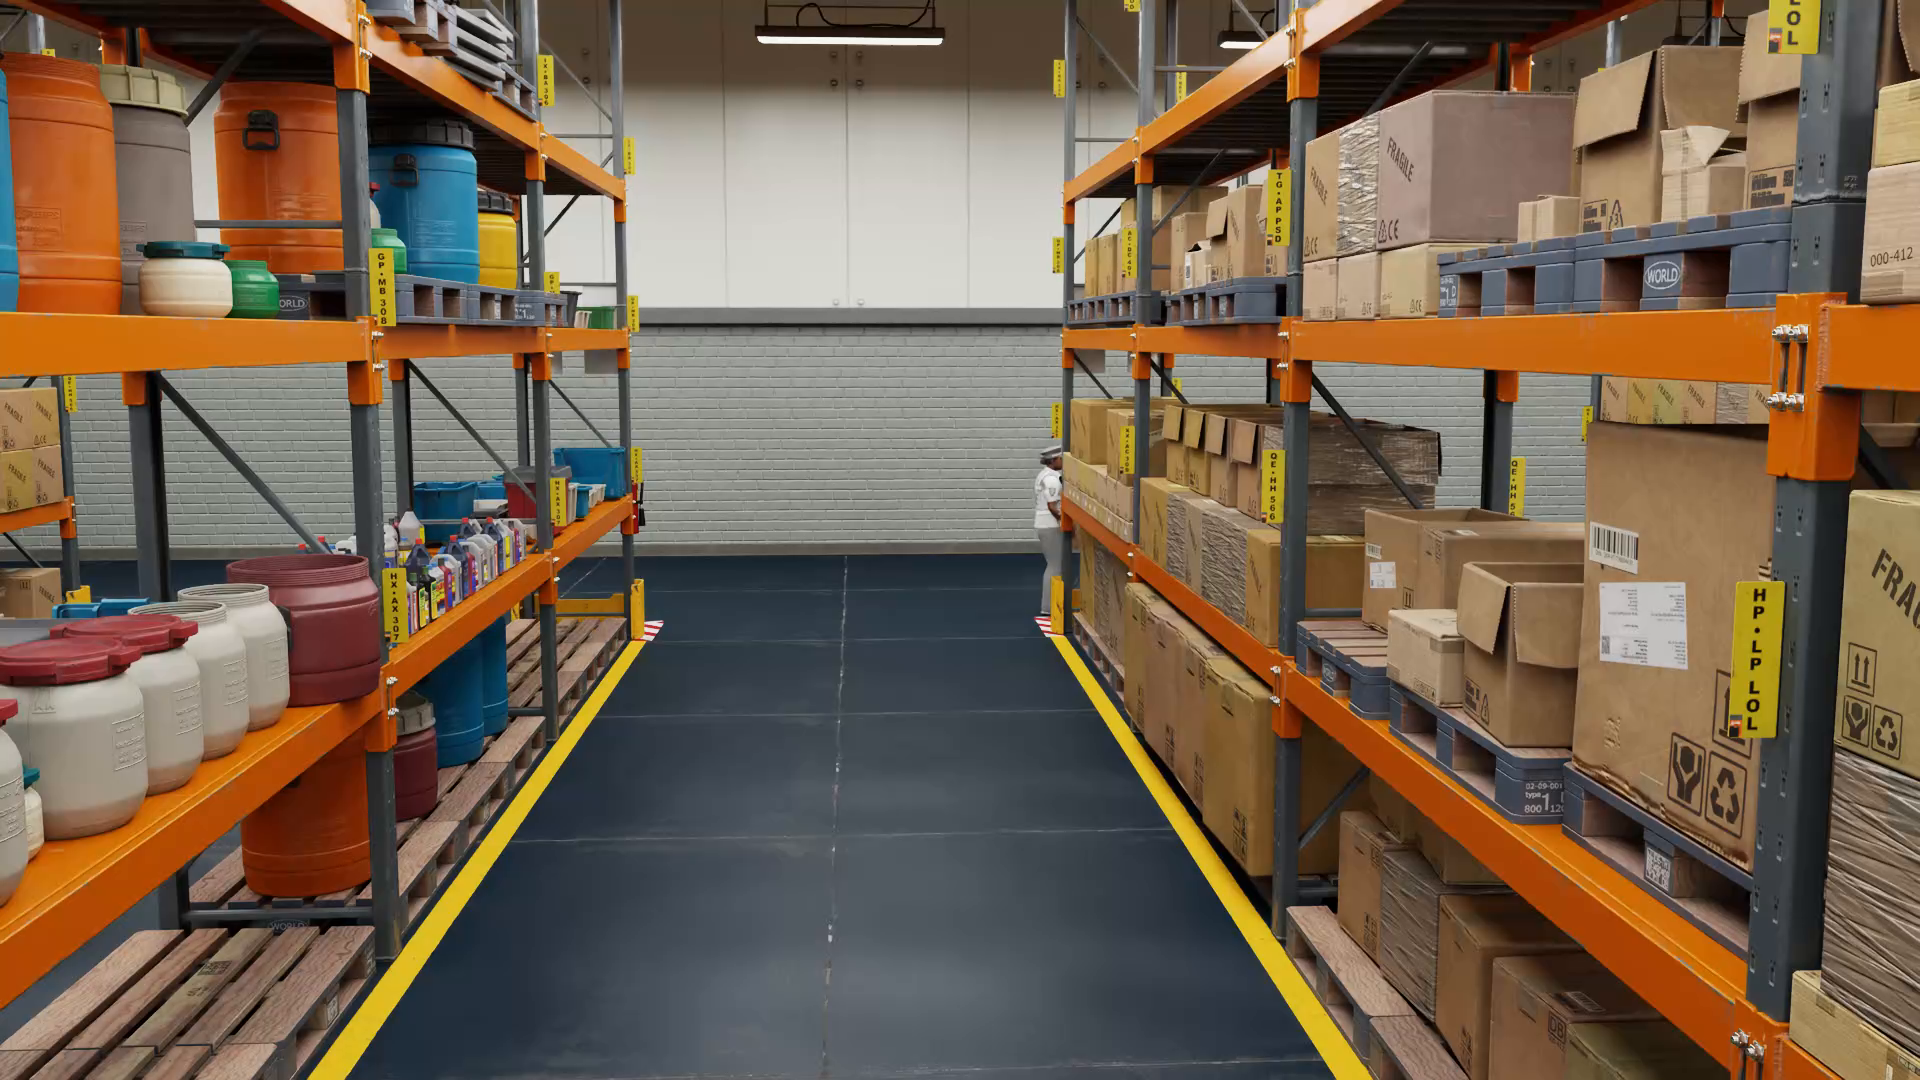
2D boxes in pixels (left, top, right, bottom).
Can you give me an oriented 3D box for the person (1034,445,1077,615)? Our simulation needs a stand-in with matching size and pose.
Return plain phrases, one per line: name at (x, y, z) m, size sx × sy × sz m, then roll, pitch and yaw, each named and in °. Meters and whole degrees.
person at (0.951, -0.108, 16.534) m, size 0.429 × 1.684 × 0.479 m, roll 0°, pitch 7°, yaw 2°
